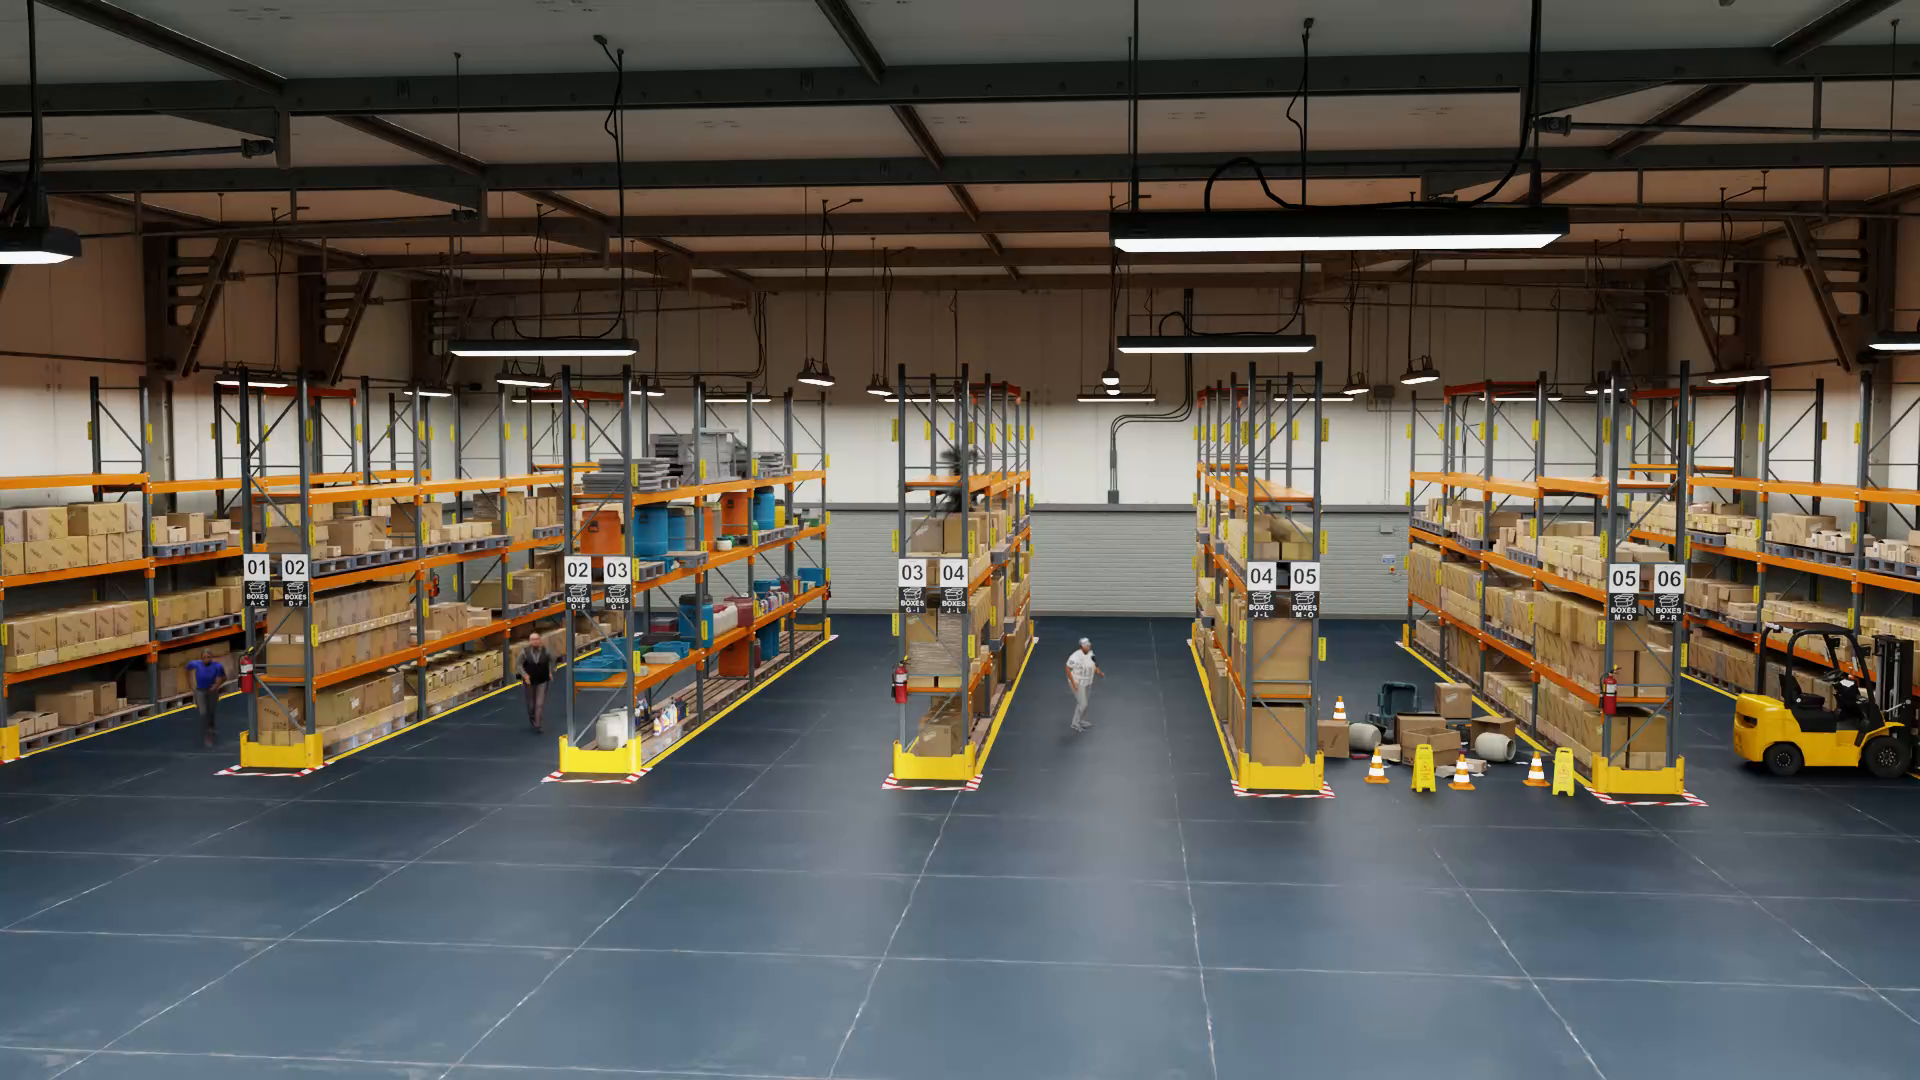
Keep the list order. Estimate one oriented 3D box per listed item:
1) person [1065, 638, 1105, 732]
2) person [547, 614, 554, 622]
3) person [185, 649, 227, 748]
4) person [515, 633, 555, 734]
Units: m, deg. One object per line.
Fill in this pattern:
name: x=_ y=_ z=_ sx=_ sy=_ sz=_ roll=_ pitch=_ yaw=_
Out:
person: x=2.096 y=2.430 z=28.089 sx=0.766 sy=1.610 sz=0.672 roll=4 pitch=5 yaw=44
person: x=-10.597 y=1.396 z=42.253 sx=0.863 sy=1.842 sz=0.651 roll=1 pitch=4 yaw=8
person: x=-12.158 y=2.529 z=26.854 sx=0.621 sy=1.607 sz=0.962 roll=-1 pitch=4 yaw=-20
person: x=-7.131 y=2.383 z=27.924 sx=0.660 sy=1.672 sz=0.752 roll=-1 pitch=4 yaw=-15
